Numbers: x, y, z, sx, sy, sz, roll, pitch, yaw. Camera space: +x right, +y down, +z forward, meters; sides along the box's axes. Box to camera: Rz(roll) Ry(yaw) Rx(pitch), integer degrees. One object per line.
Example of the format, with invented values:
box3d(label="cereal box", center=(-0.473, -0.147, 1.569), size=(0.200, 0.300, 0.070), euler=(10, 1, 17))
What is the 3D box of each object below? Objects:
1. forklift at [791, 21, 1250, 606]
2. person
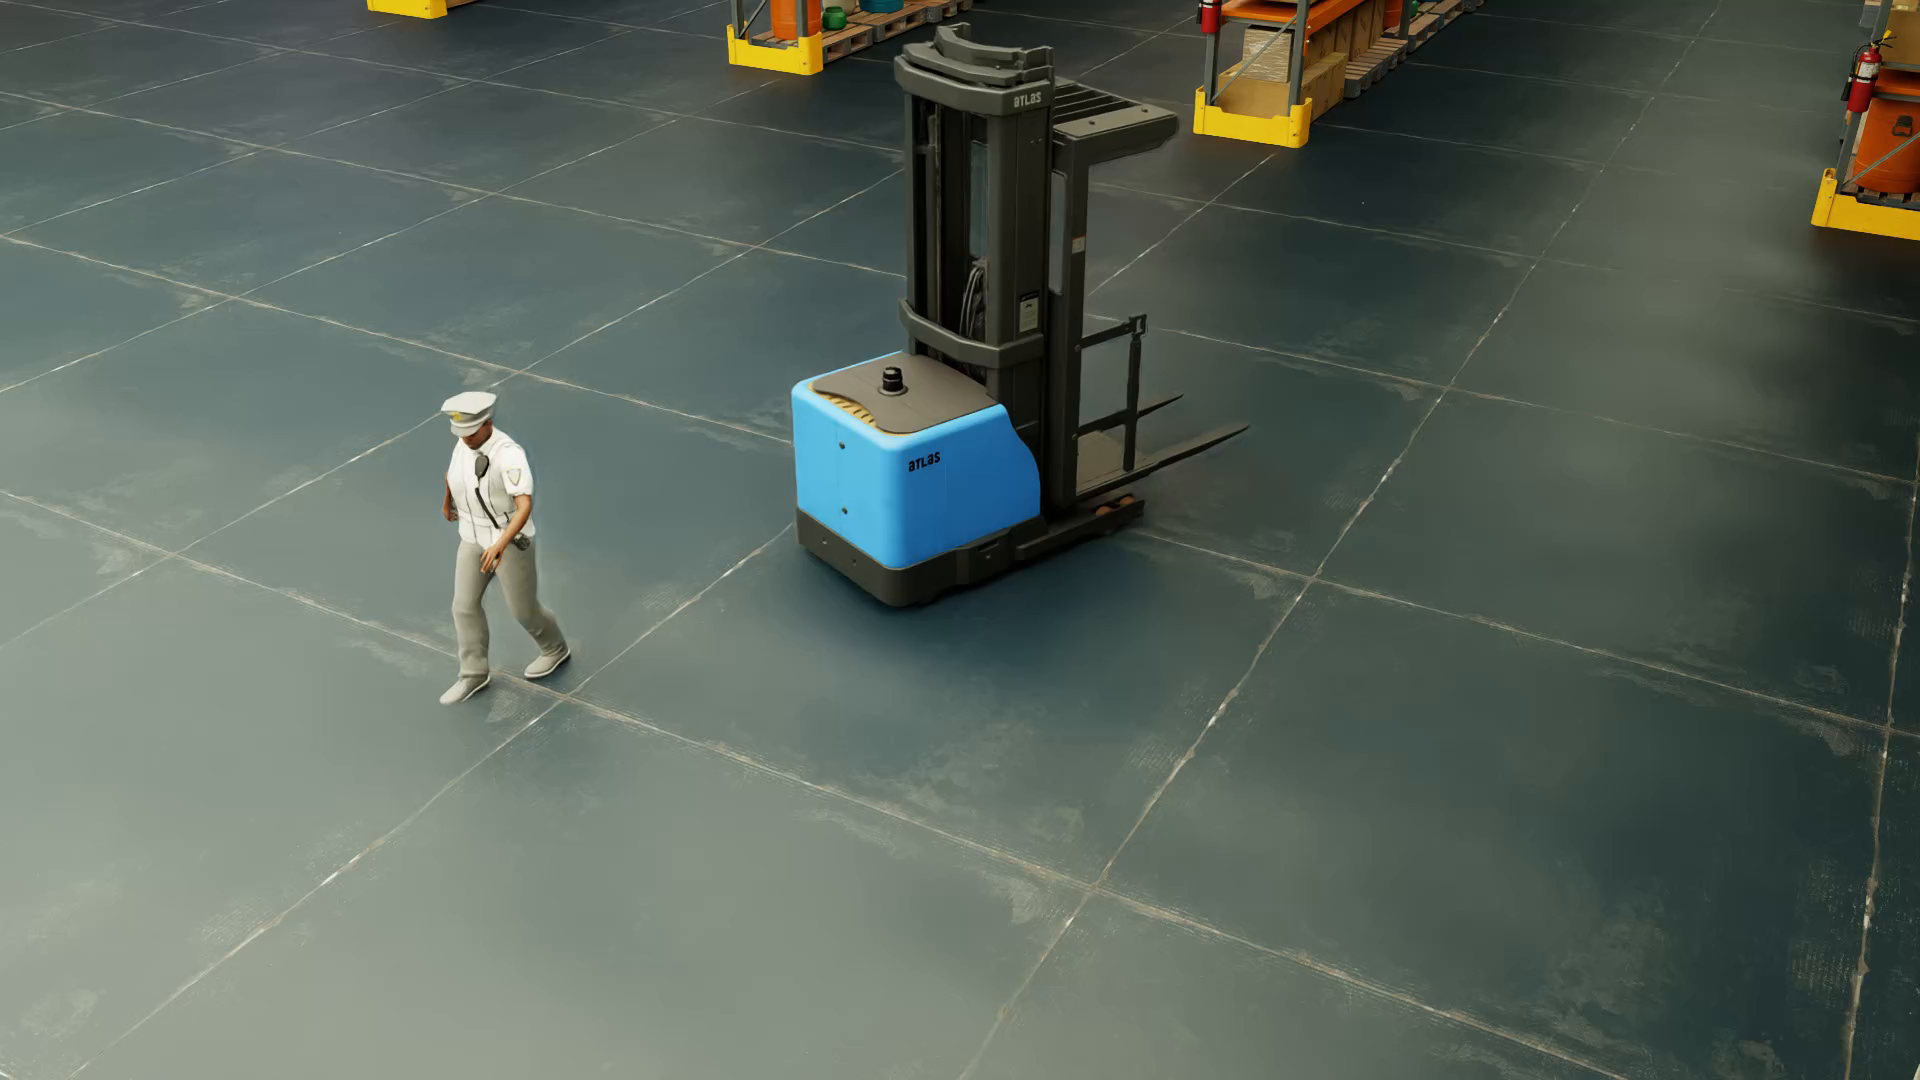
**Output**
box3d(label="forklift", center=(0.501, -1.491, 9.654), size=(3.031, 2.935, 1.130), euler=(-22, 36, -32))
box3d(label="person", center=(-2.400, 0.036, 8.335), size=(0.899, 1.648, 0.708), euler=(18, 34, 28))
